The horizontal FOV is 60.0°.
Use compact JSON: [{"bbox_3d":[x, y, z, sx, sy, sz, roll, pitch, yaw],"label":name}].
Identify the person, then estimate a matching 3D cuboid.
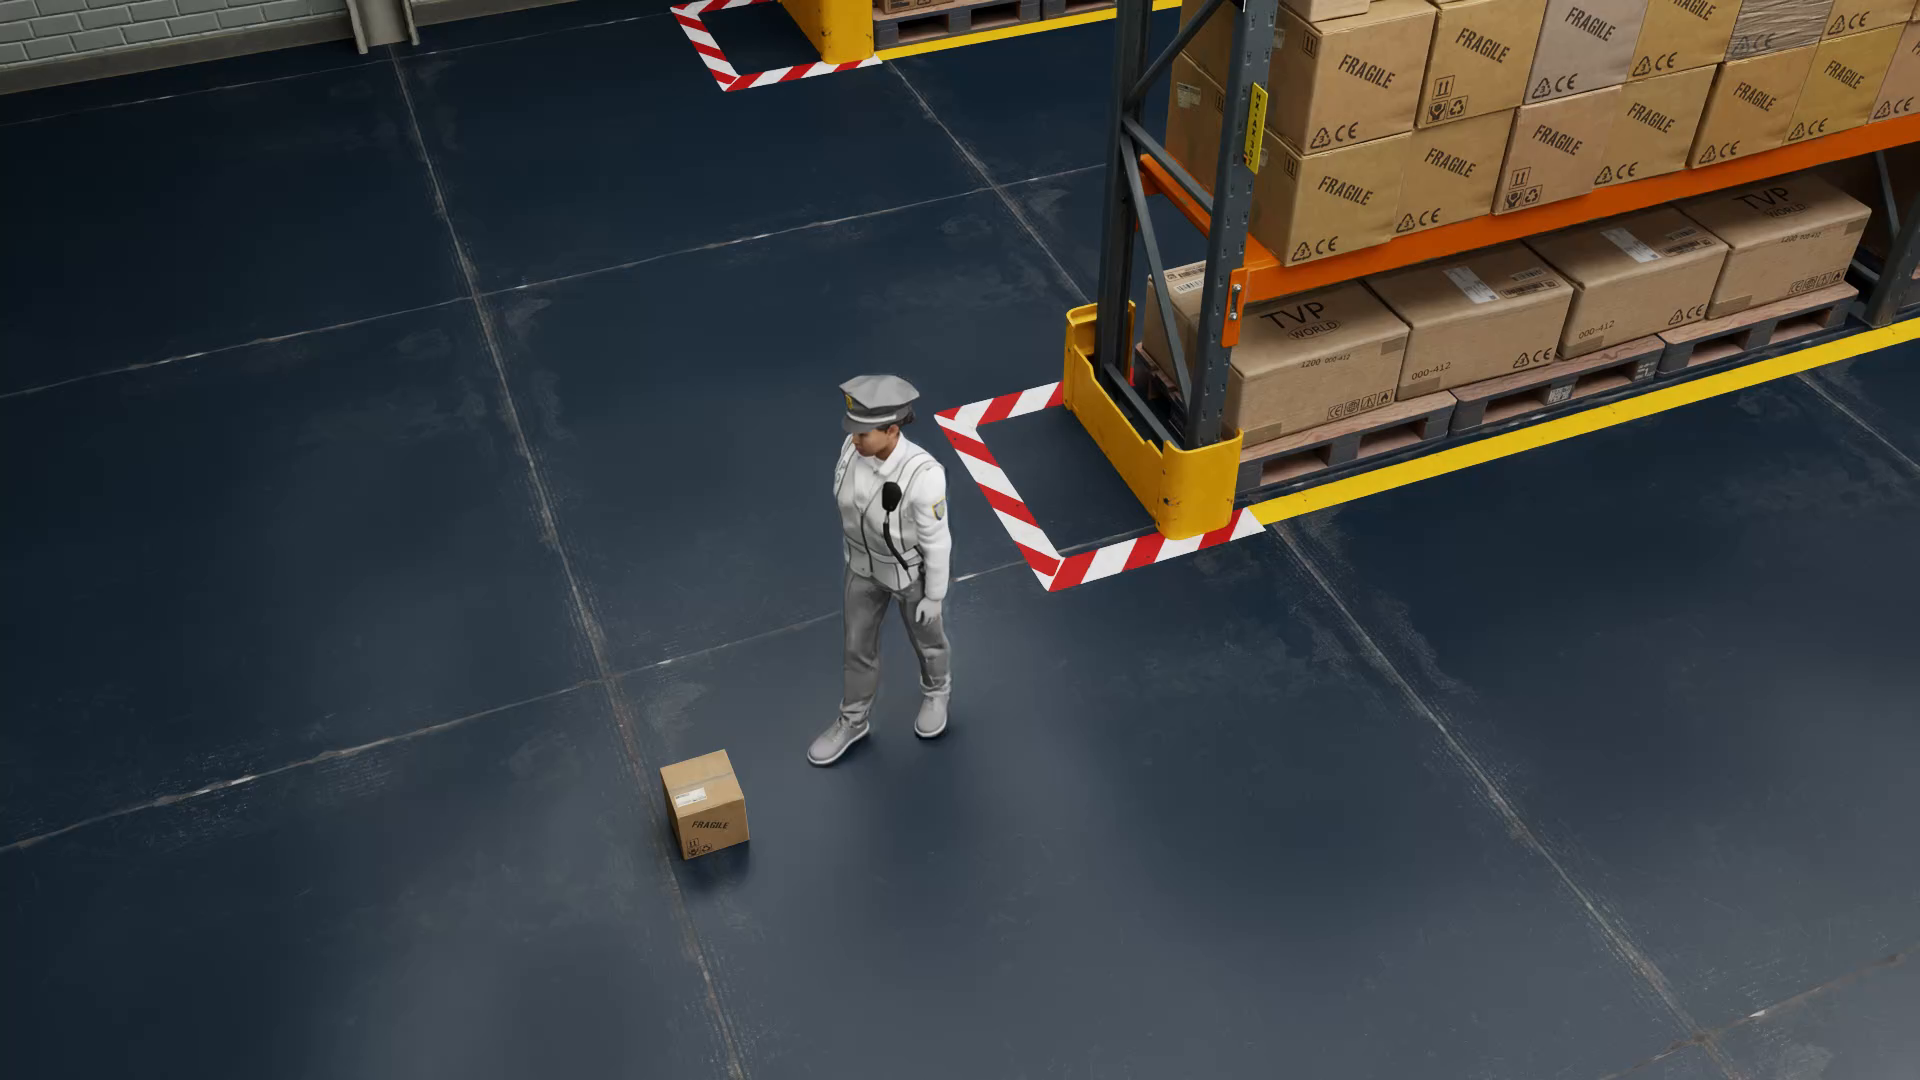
[{"bbox_3d":[-0.270,0.140,5.982,0.486,1.668,0.607,24,47,24],"label":"person"}]
